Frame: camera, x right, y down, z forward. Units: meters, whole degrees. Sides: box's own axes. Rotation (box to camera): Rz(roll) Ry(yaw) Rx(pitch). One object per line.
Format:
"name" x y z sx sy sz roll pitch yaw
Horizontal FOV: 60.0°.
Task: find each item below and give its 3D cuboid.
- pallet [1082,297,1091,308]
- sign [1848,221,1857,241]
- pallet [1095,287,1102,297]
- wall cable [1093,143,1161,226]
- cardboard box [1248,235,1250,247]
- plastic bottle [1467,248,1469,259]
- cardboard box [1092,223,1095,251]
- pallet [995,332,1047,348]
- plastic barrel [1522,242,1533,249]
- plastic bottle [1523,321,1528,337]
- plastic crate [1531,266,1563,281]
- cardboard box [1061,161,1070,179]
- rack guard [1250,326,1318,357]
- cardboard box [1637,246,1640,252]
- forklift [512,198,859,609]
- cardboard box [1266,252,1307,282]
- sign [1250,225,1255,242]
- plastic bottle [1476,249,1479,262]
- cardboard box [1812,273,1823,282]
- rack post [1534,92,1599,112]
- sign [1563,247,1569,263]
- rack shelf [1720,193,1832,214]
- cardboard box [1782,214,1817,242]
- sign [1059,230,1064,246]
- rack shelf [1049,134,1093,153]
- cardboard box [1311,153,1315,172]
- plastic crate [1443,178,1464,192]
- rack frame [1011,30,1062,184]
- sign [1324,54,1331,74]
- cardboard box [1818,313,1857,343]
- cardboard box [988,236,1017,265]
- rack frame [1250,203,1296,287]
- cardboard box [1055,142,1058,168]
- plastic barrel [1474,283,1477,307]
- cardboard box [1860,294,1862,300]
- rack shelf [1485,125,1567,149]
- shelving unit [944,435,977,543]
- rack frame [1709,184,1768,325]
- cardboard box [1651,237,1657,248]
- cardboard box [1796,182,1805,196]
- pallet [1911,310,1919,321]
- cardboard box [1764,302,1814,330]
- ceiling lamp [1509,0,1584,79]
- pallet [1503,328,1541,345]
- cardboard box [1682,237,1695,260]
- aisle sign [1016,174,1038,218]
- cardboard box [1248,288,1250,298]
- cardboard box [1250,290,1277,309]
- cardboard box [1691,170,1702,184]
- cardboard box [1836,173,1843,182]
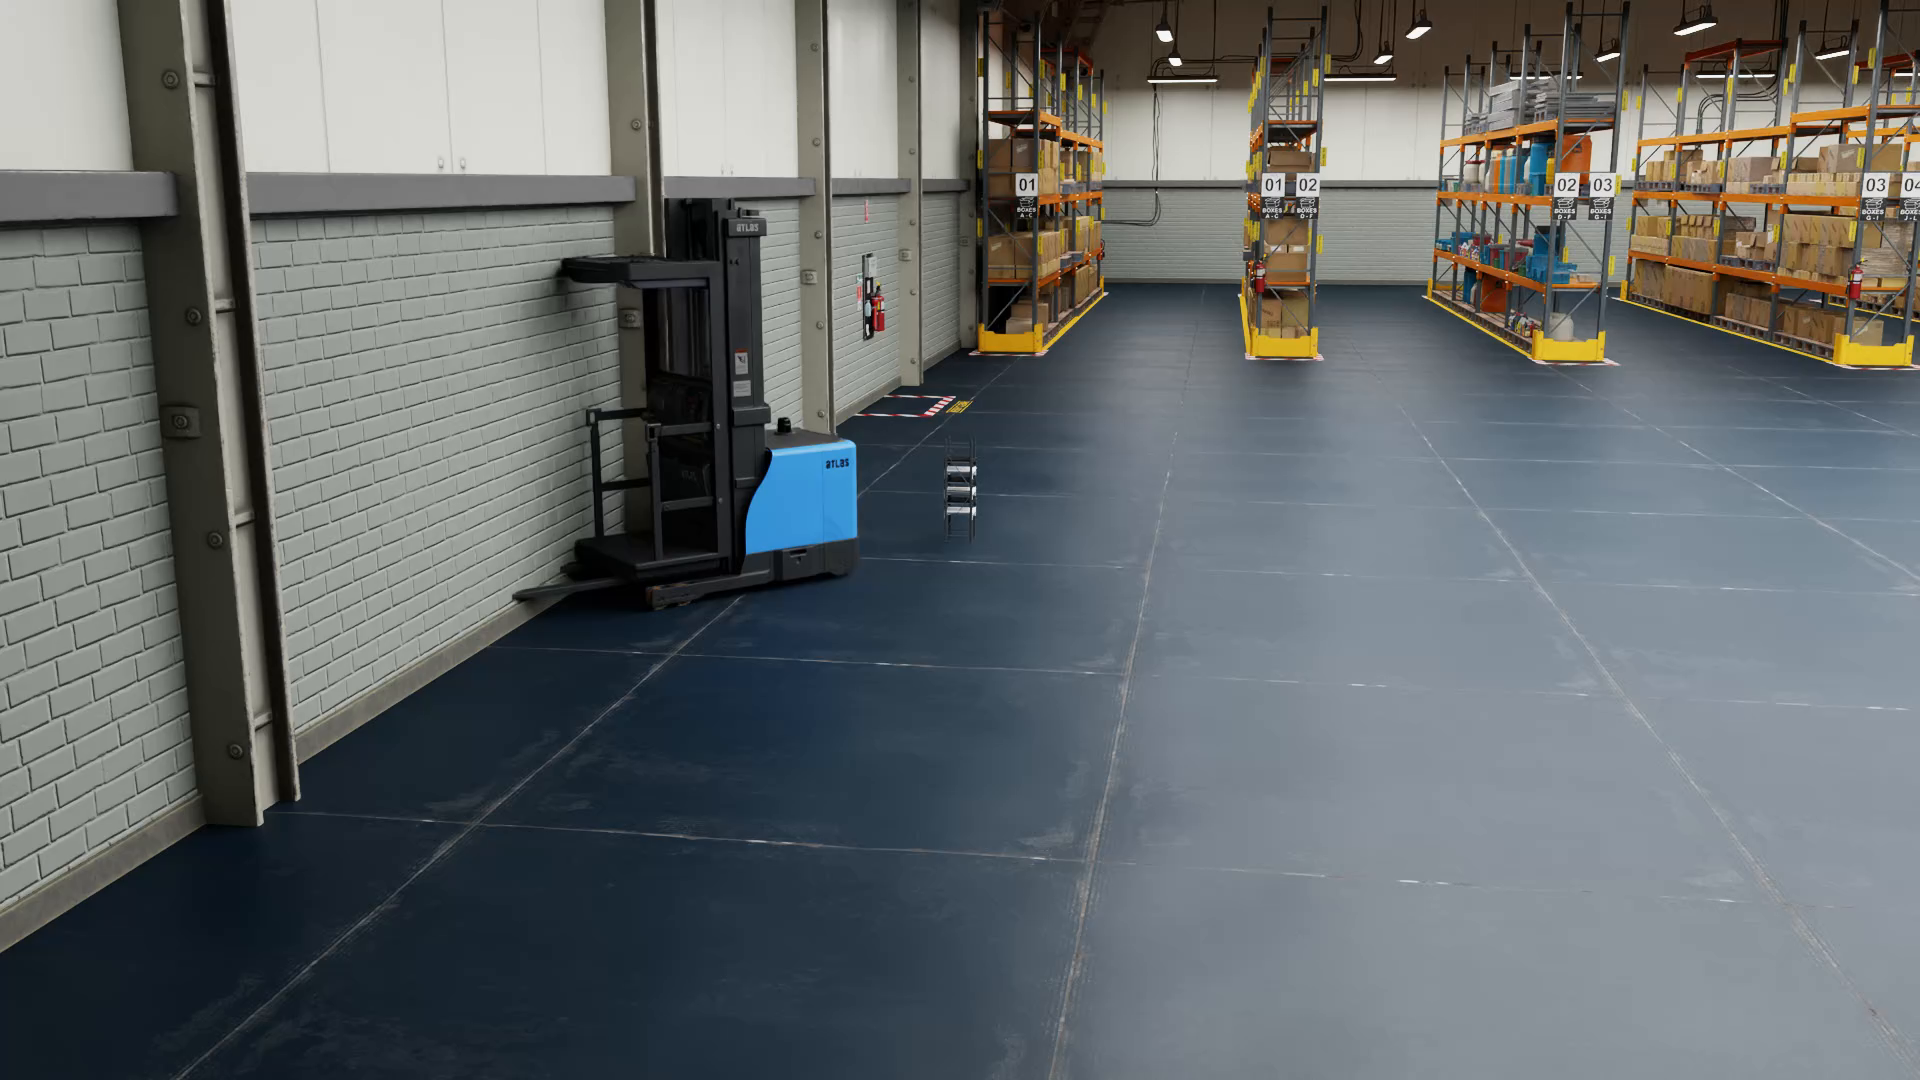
"pallet" 2.717 -5.918 41.455 1.003 0.211 1.213 2 12 9
"sign" 15.053 -5.208 28.040 0.100 0.325 0.005 2 12 9
"pallet" 3.331 -6.745 45.291 1.003 0.211 1.213 2 12 9
"wall cable" 4.599 -10.858 50.886 3.097 2.526 0.112 2 12 9
"cardboard box" 7.319 -7.302 40.024 0.700 0.500 0.500 4 13 18
"plastic bottle" 11.865 -6.692 38.732 0.097 0.271 0.097 0 12 0
"cardboard box" 2.978 -7.855 43.112 0.980 0.700 0.700 2 12 7
"pallet" 1.087 -3.767 31.473 1.003 0.211 1.213 2 12 9
"plastic barrel" 11.797 -5.869 34.286 0.433 0.535 0.433 0 12 0
"plastic bottle" 10.554 -3.934 31.032 0.061 0.283 0.133 2 12 10
"plastic crate" 10.592 -4.802 30.008 0.499 0.251 0.408 2 12 9
"cardboard box" 2.162 -8.443 38.149 0.700 0.500 0.500 1 12 4
"rack guard" 5.807 -3.560 29.825 1.175 0.500 0.348 2 12 9
"cardboard box" 17.563 -7.449 42.533 0.380 0.149 0.250 2 12 8
"forklift" -2.282 -1.051 12.413 3.031 2.935 1.130 -9 15 -36
"cardboard box" 5.895 -4.933 30.024 0.700 0.500 0.500 2 12 9
"sign" 5.888 -6.162 33.408 0.100 0.325 0.005 2 12 9
"plastic bottle" 11.611 -6.380 37.254 0.061 0.283 0.133 2 12 9
"cardboard box" 15.565 -4.724 29.890 0.380 0.149 0.250 2 12 9
"rack post" 10.972 -7.926 30.089 0.937 0.300 0.954 2 12 8
"sign" 11.862 -5.573 32.578 0.100 0.325 0.005 2 12 9
"rack shelf" 16.522 -6.829 33.648 1.077 0.370 4.000 2 12 9
"cardboard box" 15.894 -5.895 31.412 0.500 0.500 0.500 2 12 9
"sign" 2.068 -6.186 34.025 0.100 0.325 0.005 2 12 9
"rack shelf" 2.453 -9.414 39.472 1.077 0.370 4.000 2 12 9
"cardboard box" 6.336 -6.913 30.763 0.500 0.500 0.500 2 12 9
"plastic crate" 12.659 -9.083 42.548 0.504 0.338 0.767 2 12 9
"rack frame" 1.531 -8.712 33.558 1.000 3.000 0.127 2 12 9
"sign" 6.358 -8.234 28.749 0.100 0.325 0.005 2 12 9
"cardboard box" 15.884 -3.833 30.097 0.500 0.500 0.500 3 13 14
"cardboard box" 0.778 -5.355 30.748 0.500 0.500 0.500 2 12 8
"rack frame" 7.041 -6.452 37.313 1.000 3.000 0.127 2 12 9
"cardboard box" 1.647 -7.565 32.698 0.500 0.500 0.500 3 12 12
"plastic barrel" 12.167 -5.655 38.340 0.600 0.588 0.708 2 12 9
"cardboard box" 22.319 -5.953 40.768 0.380 0.149 0.250 2 12 10
"rack shelf" 11.627 -8.260 34.118 1.077 0.370 4.000 2 12 9
"shelving unit" 0.001 -0.442 14.406 0.258 0.900 0.210 2 12 9
"rack frame" 16.829 -6.130 35.820 1.000 3.000 0.127 2 12 9
"cardboard box" 17.408 -7.350 41.127 0.500 0.250 0.500 2 12 10
"cardboard box" 15.815 -6.495 30.748 0.500 0.250 0.500 2 12 8
"pallet" 22.026 -5.001 37.200 1.003 0.211 1.213 2 12 9
"cardboard box" 16.330 -4.418 32.763 0.700 0.500 0.500 1 12 4
"ceiling lamp" 16.067 -14.220 45.259 2.000 3.185 0.800 2 12 9
"pallet" 11.175 -3.957 32.352 1.003 0.211 1.213 2 12 9
"cardboard box" 16.973 -6.716 38.297 0.500 0.500 0.500 2 12 7
"aisle sign" 1.201 -6.193 29.938 0.394 0.787 0.004 2 12 9
"cardboard box" 6.598 -5.378 36.529 0.500 0.311 0.500 2 12 7
"cardboard box" 5.976 -4.657 32.730 0.500 0.500 0.500 2 12 9
"cardboard box" 17.187 -8.366 38.286 0.500 0.311 0.500 1 12 7
"cardboard box" 15.438 -6.285 28.826 0.380 0.149 0.250 2 12 9
